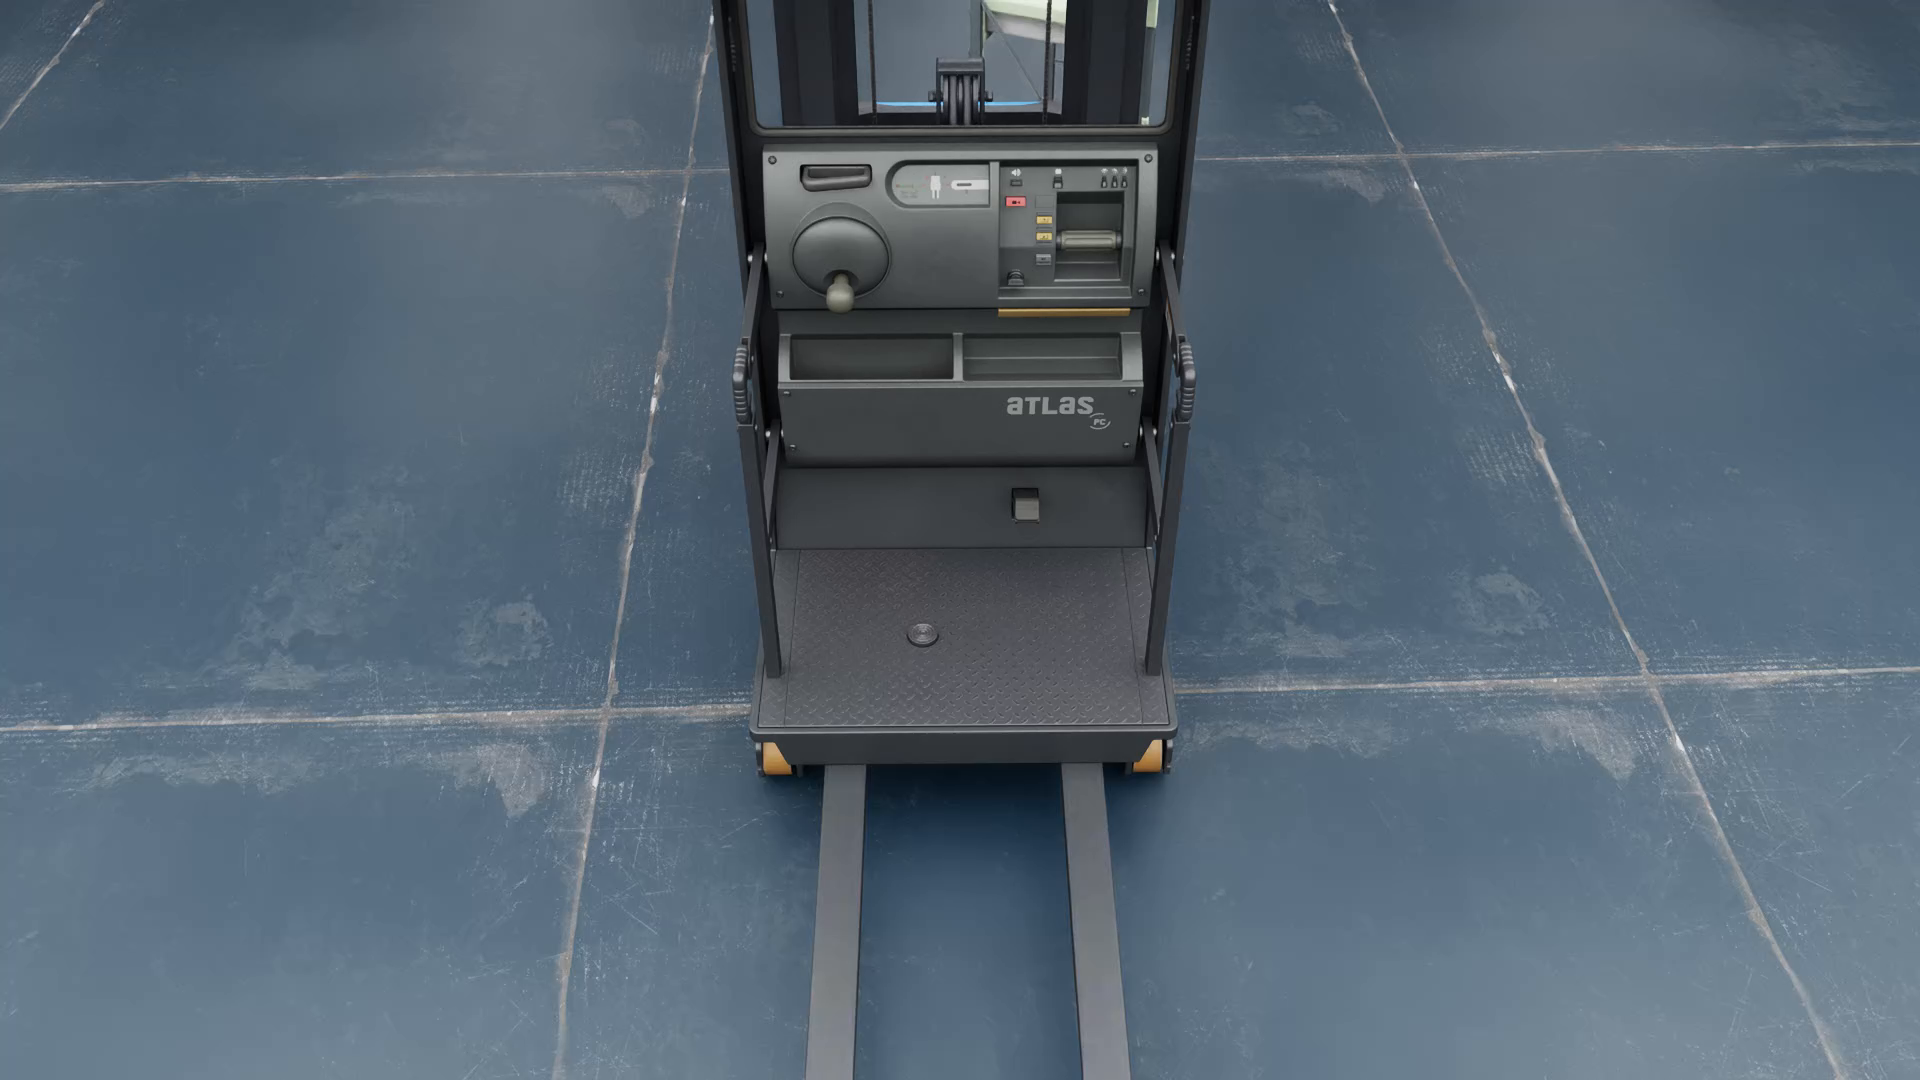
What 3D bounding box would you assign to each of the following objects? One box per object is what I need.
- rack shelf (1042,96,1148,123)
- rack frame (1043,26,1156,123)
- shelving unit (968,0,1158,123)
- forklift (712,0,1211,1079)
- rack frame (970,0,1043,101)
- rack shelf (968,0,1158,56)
[{"bbox_3d":[0.358,-1.226,5.960,0.431,0.370,0.720,15,45,16],"label":"rack shelf"},{"bbox_3d":[0.495,-1.696,5.990,0.400,1.500,0.023,15,45,16],"label":"rack frame"},{"bbox_3d":[0.358,-1.466,5.740,0.431,1.500,0.755,15,45,16],"label":"shelving unit"},{"bbox_3d":[0.006,-0.655,3.796,1.130,2.935,3.031,0,43,0],"label":"forklift"},{"bbox_3d":[0.221,-1.237,5.490,0.400,1.500,0.023,15,45,16],"label":"rack frame"},{"bbox_3d":[0.358,-1.754,5.476,0.431,0.370,0.720,15,45,16],"label":"rack shelf"}]
